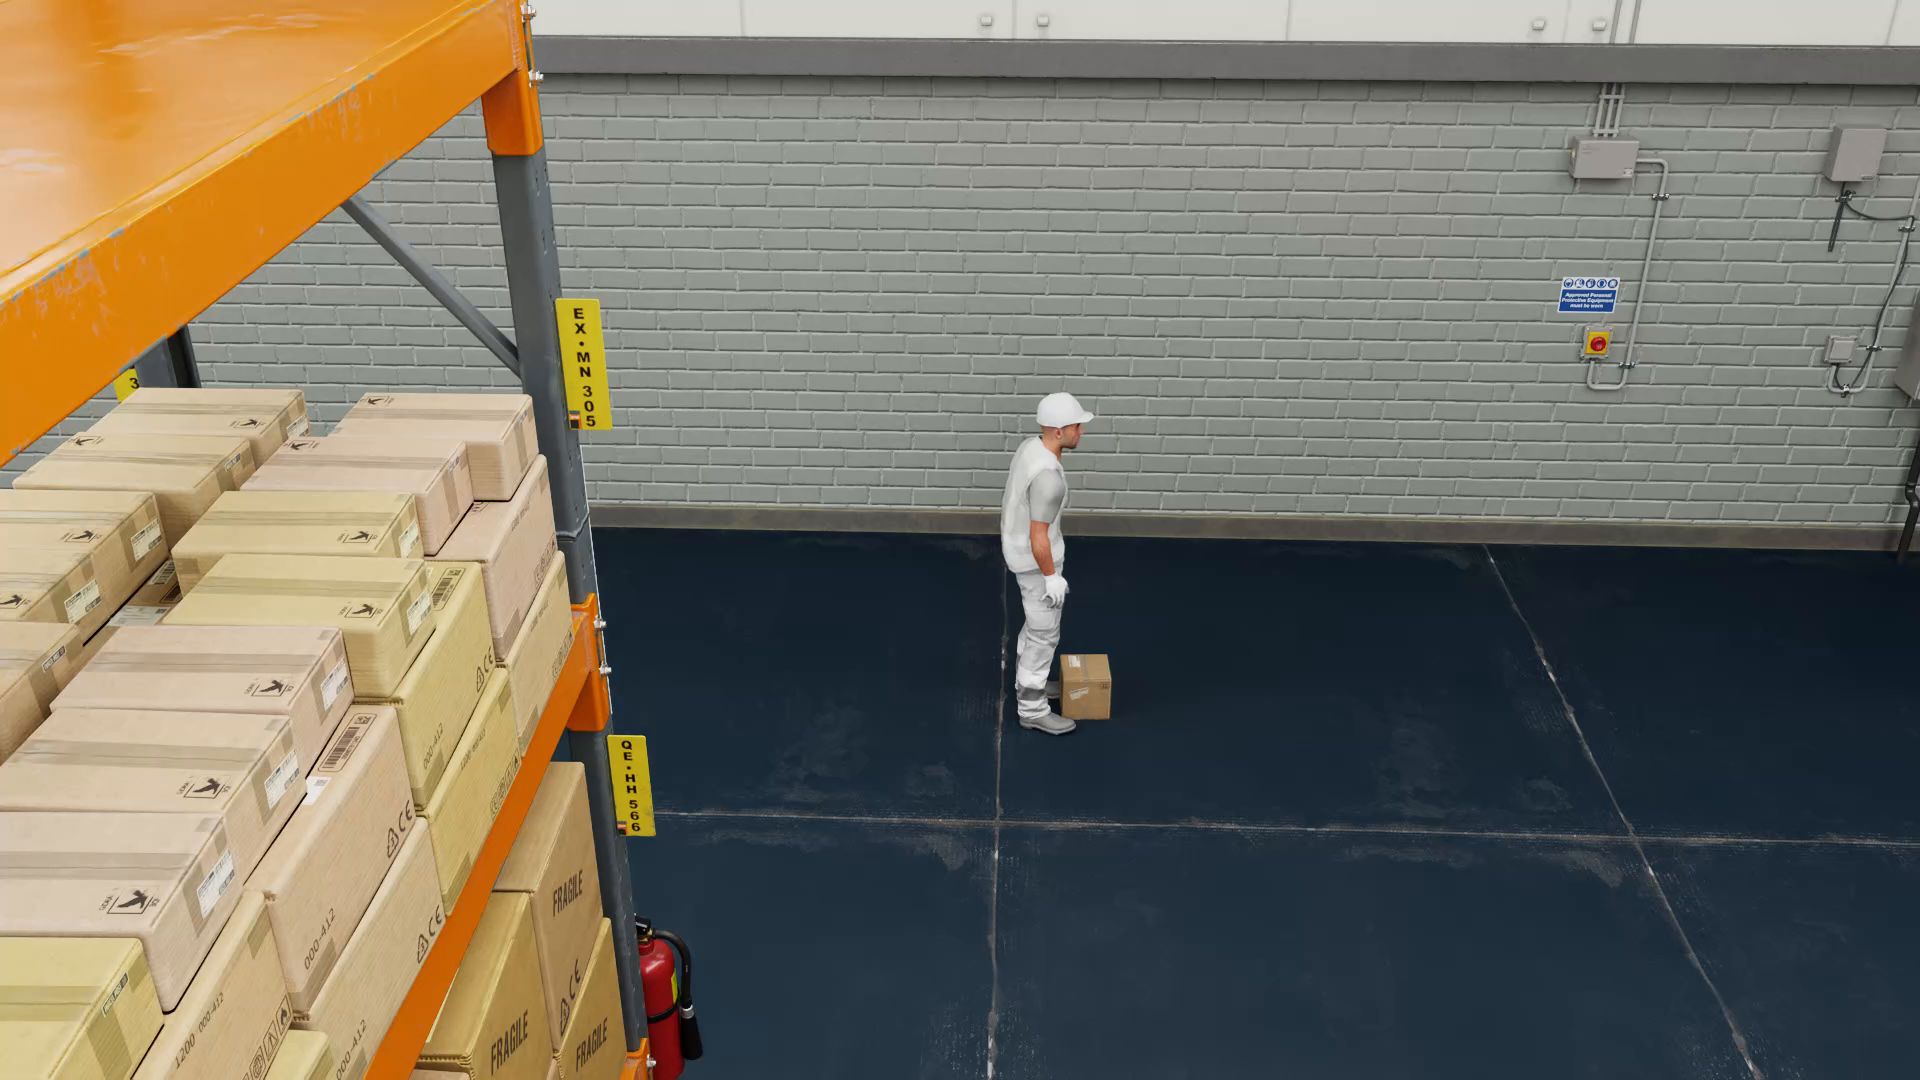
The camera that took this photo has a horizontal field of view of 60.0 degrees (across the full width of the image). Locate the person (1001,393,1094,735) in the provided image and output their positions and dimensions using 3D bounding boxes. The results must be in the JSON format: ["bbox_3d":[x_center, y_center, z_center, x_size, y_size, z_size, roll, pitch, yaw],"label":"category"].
[{"bbox_3d":[0.431,0.093,8.425,0.446,1.781,0.623,0,28,0],"label":"person"}]
